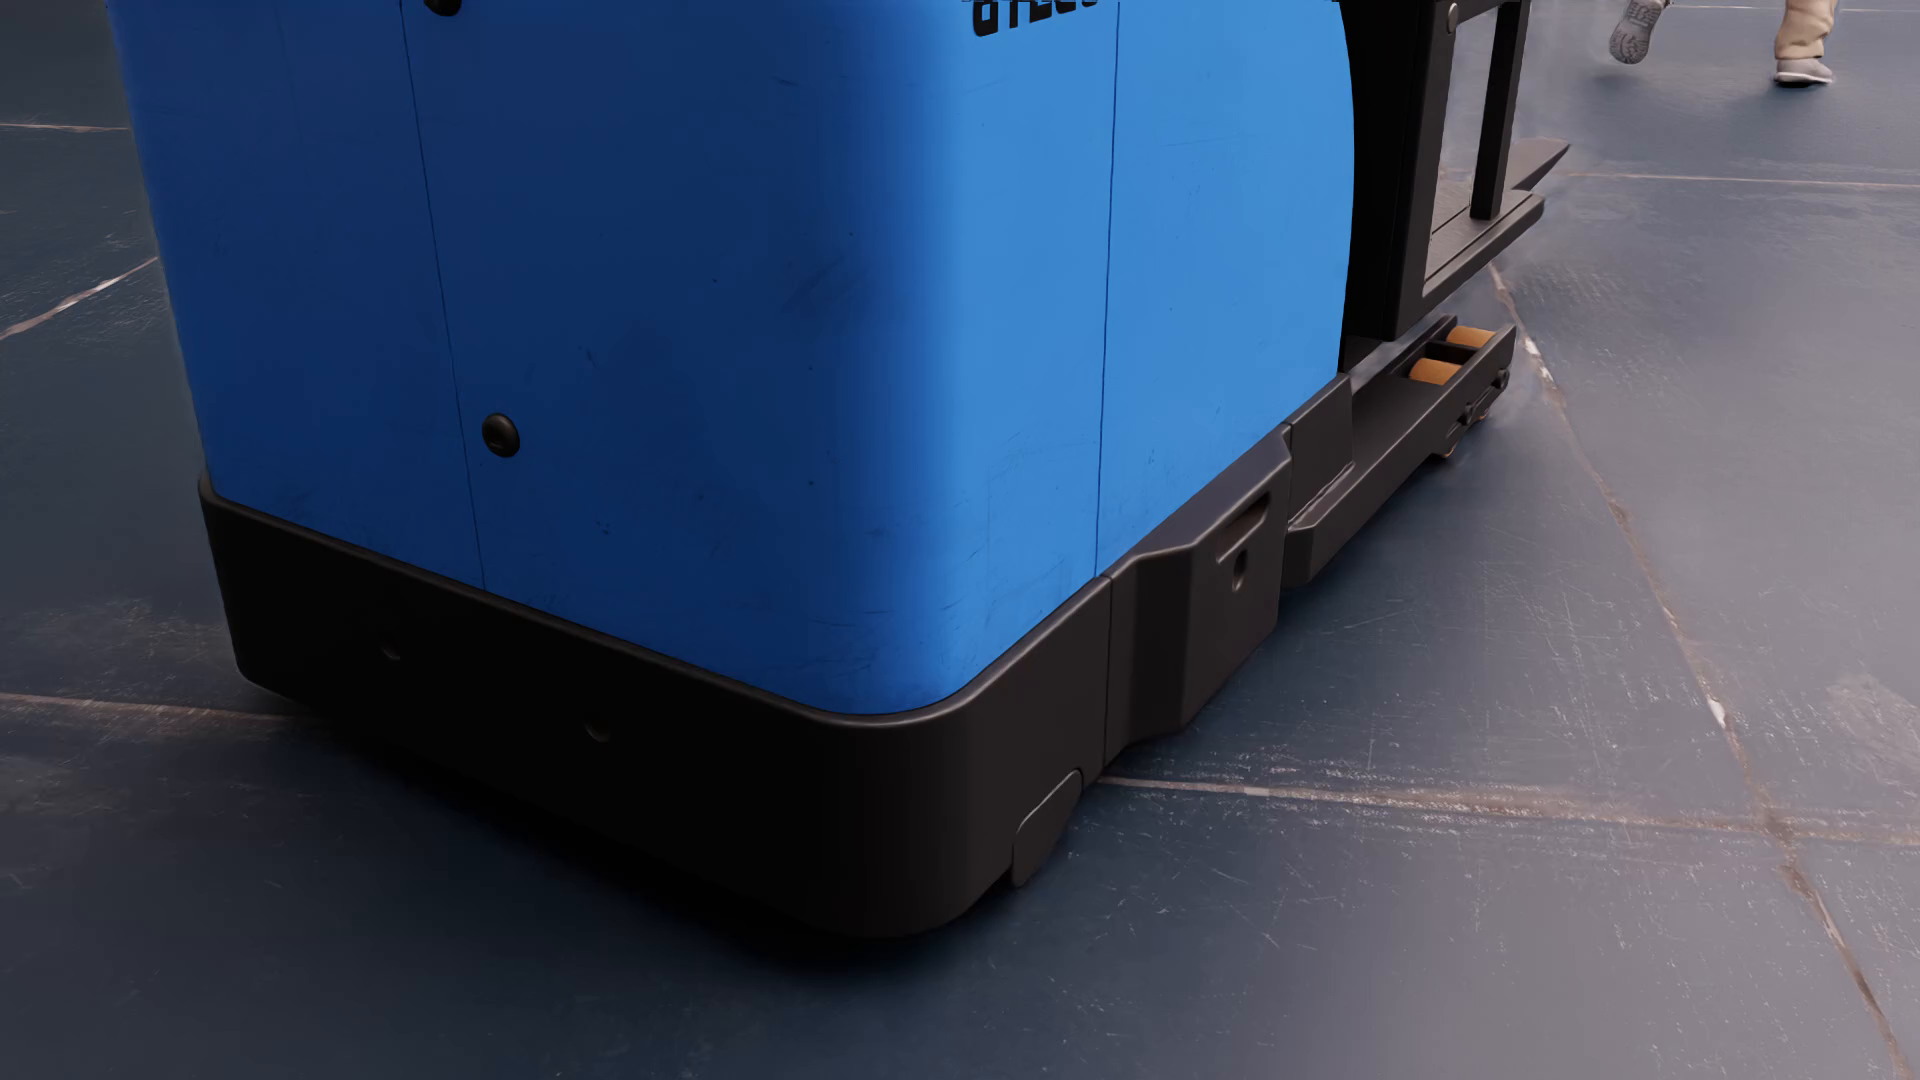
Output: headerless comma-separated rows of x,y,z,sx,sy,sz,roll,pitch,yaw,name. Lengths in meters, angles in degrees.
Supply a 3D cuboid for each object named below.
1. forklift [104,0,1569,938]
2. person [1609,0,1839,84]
0.317,-1.547,2.317,1.130,2.935,3.031,16,31,28,forklift
2.625,-2.271,5.293,0.949,1.616,0.526,9,28,18,person
